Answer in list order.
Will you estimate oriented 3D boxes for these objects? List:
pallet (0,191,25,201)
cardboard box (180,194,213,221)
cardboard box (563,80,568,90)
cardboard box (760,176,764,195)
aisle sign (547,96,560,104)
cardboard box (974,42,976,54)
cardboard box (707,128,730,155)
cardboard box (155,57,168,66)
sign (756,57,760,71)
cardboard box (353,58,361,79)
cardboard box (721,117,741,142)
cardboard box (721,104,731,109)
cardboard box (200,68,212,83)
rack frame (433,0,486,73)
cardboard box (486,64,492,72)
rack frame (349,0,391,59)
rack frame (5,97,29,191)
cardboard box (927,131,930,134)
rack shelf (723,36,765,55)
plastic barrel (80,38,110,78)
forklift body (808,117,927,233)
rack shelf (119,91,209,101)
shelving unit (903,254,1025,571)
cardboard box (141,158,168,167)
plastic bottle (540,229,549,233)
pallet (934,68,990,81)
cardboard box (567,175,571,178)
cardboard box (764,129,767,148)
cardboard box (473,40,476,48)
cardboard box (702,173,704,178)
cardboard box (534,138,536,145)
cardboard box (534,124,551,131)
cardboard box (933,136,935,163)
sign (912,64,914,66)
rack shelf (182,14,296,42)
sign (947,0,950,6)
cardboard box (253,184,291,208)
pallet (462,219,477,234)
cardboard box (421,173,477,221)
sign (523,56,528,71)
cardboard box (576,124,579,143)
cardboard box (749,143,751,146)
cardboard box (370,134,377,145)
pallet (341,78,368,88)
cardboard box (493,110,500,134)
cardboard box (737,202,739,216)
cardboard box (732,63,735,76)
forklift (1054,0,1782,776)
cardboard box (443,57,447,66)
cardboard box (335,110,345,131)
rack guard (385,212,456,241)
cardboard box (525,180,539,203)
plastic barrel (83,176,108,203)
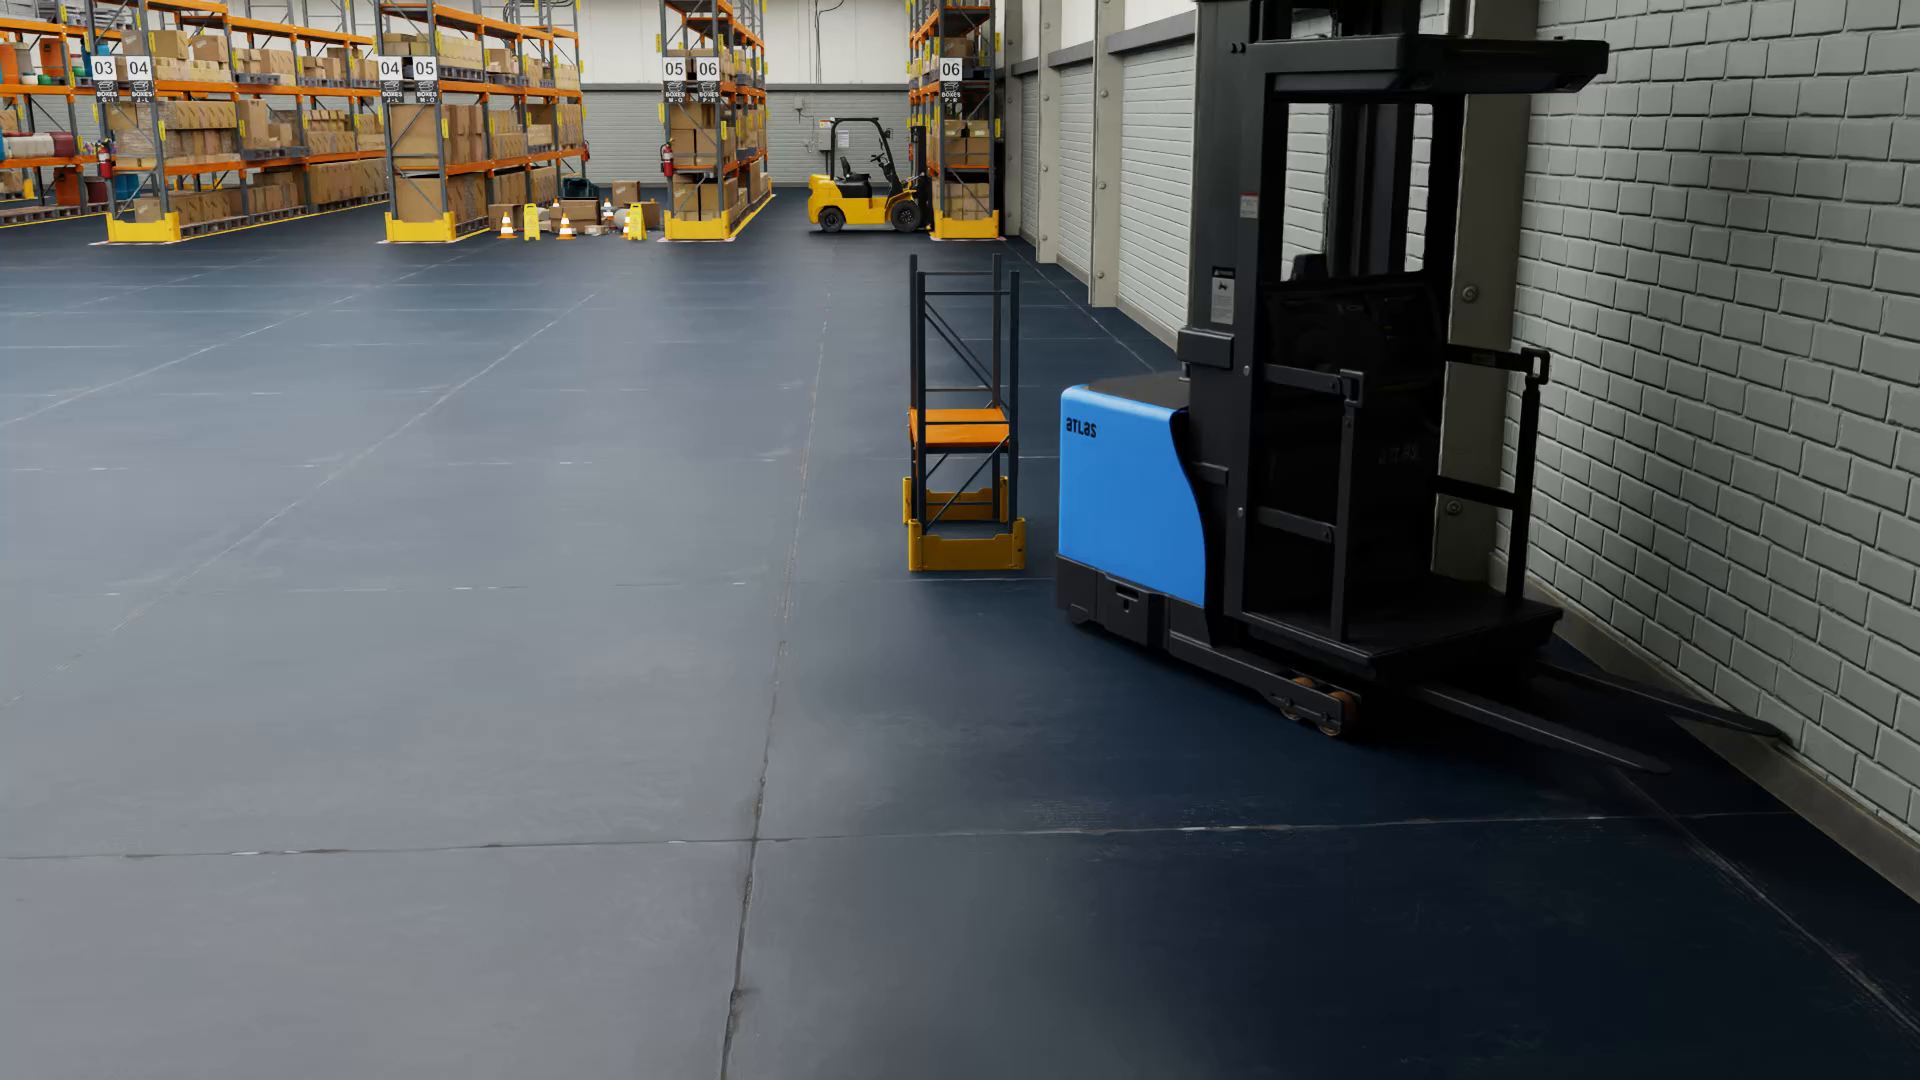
[{"bbox_3d":[-25.542,-9.104,43.987,1.003,0.211,1.213,-1,14,-3],"label":"pallet"},{"bbox_3d":[-14.821,-6.436,32.196,0.500,0.500,0.500,-2,15,-8],"label":"cardboard box"},{"bbox_3d":[-10.323,-11.634,42.504,0.500,0.250,0.500,0,14,-1],"label":"cardboard box"},{"bbox_3d":[-5.502,-9.102,42.682,0.875,0.438,0.875,-1,14,-4],"label":"cardboard box"},{"bbox_3d":[-11.056,-12.148,45.002,0.394,0.787,0.004,-1,14,-3],"label":"aisle sign"},{"bbox_3d":[-0.105,-9.338,32.030,0.797,0.503,0.637,0,14,-2],"label":"cardboard box"},{"bbox_3d":[-4.648,-7.567,31.621,0.500,0.500,0.500,-1,14,-5],"label":"cardboard box"},{"bbox_3d":[-14.424,-8.556,29.740,0.380,0.149,0.250,-1,14,-2],"label":"cardboard box"},{"bbox_3d":[-5.029,-11.848,41.367,0.100,0.325,0.005,-1,14,-3],"label":"sign"},{"bbox_3d":[-15.599,-11.909,42.029,0.700,0.500,0.500,0,14,-1],"label":"cardboard box"},{"bbox_3d":[-4.818,-8.509,34.438,0.500,0.500,0.500,-1,14,-2],"label":"cardboard box"},{"bbox_3d":[-5.907,-10.900,41.863,0.380,0.149,0.250,-1,14,-5],"label":"cardboard box"},{"bbox_3d":[-14.618,-8.853,31.697,0.500,0.250,0.500,-1,14,-4],"label":"cardboard box"},{"bbox_3d":[-10.009,-10.796,32.927,1.000,3.000,0.127,-1,14,-3],"label":"rack frame"},{"bbox_3d":[-9.826,-9.735,34.285,0.250,0.149,0.380,-1,14,-3],"label":"cardboard box"},{"bbox_3d":[-15.709,-13.729,44.326,1.000,3.000,0.127,-1,14,-3],"label":"rack frame"},{"bbox_3d":[-25.597,-10.672,44.483,1.000,3.000,0.127,-1,14,-3],"label":"rack frame"},{"bbox_3d":[-0.509,-8.703,35.329,0.380,0.149,0.250,-1,14,-5],"label":"cardboard box"},{"bbox_3d":[-5.694,-12.843,43.127,1.077,0.370,4.000,-1,14,-3],"label":"rack shelf"},{"bbox_3d":[-20.146,-11.229,38.781,0.600,0.901,0.708,-1,14,-3],"label":"plastic barrel"},{"bbox_3d":[-1.811,-7.107,32.334,2.313,2.155,1.214,-1,14,-3],"label":"forklift body"},{"bbox_3d":[-20.529,-11.354,42.559,1.077,0.370,4.000,-1,14,-3],"label":"rack shelf"},{"bbox_3d":[0.005,-0.707,8.766,0.587,1.500,1.083,-1,14,-3],"label":"shelving unit"},{"bbox_3d":[-14.498,-6.797,29.929,0.380,0.149,0.250,-1,14,-3],"label":"cardboard box"},{"bbox_3d":[-8.017,-5.958,32.059,0.133,0.061,0.283,-6,16,-23],"label":"plastic bottle"},{"bbox_3d":[0.030,-8.965,32.009,1.003,0.211,1.213,-1,14,-3],"label":"pallet"},{"bbox_3d":[-10.391,-9.469,43.494,0.380,0.149,0.250,-1,14,-3],"label":"cardboard box"},{"bbox_3d":[-5.524,-10.909,45.206,0.500,0.500,0.500,-1,14,-3],"label":"cardboard box"},{"bbox_3d":[-9.638,-9.648,32.347,0.380,0.149,0.250,-1,14,-4],"label":"cardboard box"},{"bbox_3d":[-5.360,-7.358,33.474,0.380,0.149,0.250,-1,14,-3],"label":"cardboard box"},{"bbox_3d":[-10.154,-9.349,39.003,0.380,0.149,0.250,0,14,-2],"label":"cardboard box"},{"bbox_3d":[-10.285,-10.153,40.936,0.380,0.149,0.250,0,14,-1],"label":"cardboard box"},{"bbox_3d":[-0.263,-7.623,32.434,0.500,0.500,0.500,-1,14,-3],"label":"cardboard box"},{"bbox_3d":[-1.158,-11.752,41.625,0.100,0.325,0.005,-1,14,-3],"label":"sign"},{"bbox_3d":[-15.090,-10.700,34.800,1.077,0.370,4.000,-1,14,-3],"label":"rack shelf"},{"bbox_3d":[-0.309,-14.492,45.100,0.100,0.325,0.005,-1,14,-3],"label":"sign"},{"bbox_3d":[-15.105,-7.532,36.416,0.700,0.500,0.500,-2,15,-8],"label":"cardboard box"},{"bbox_3d":[-9.961,-6.046,32.100,1.003,0.211,1.213,-1,14,-3],"label":"pallet"},{"bbox_3d":[-9.980,-6.683,32.404,0.875,0.875,0.875,-1,14,-3],"label":"cardboard box"},{"bbox_3d":[-9.702,-10.633,37.118,0.100,0.325,0.005,-1,14,-3],"label":"sign"},{"bbox_3d":[-10.441,-10.832,44.307,0.500,0.500,0.500,-1,14,-4],"label":"cardboard box"},{"bbox_3d":[-5.102,-9.040,38.442,0.500,0.250,0.500,-1,14,-4],"label":"cardboard box"},{"bbox_3d":[-15.293,-10.274,42.640,0.500,0.250,0.500,-1,14,-2],"label":"cardboard box"},{"bbox_3d":[-15.502,-11.442,41.636,1.003,0.211,1.213,-1,14,-3],"label":"pallet"},{"bbox_3d":[-10.111,-8.800,35.003,0.700,0.500,0.500,-1,14,-3],"label":"cardboard box"},{"bbox_3d":[-4.770,-6.721,33.804,0.500,0.250,0.500,0,14,-1],"label":"cardboard box"},{"bbox_3d":[-4.779,-9.410,33.265,0.500,0.250,0.500,-1,14,-4],"label":"cardboard box"},{"bbox_3d":[1.663,-0.823,6.344,1.130,2.935,3.031,-9,17,-32],"label":"forklift"},{"bbox_3d":[-9.479,-8.632,29.998,0.380,0.149,0.250,-1,14,-3],"label":"cardboard box"},{"bbox_3d":[-15.414,-10.204,40.453,0.797,0.503,0.637,-1,14,-5],"label":"cardboard box"},{"bbox_3d":[-9.760,-5.679,30.096,1.175,0.500,0.348,-1,14,-3],"label":"rack guard"},{"bbox_3d":[-10.046,-8.058,38.499,0.500,0.500,0.500,-2,15,-6],"label":"cardboard box"},{"bbox_3d":[-20.274,-8.195,38.855,0.600,0.588,0.708,-1,14,-3],"label":"plastic barrel"}]
